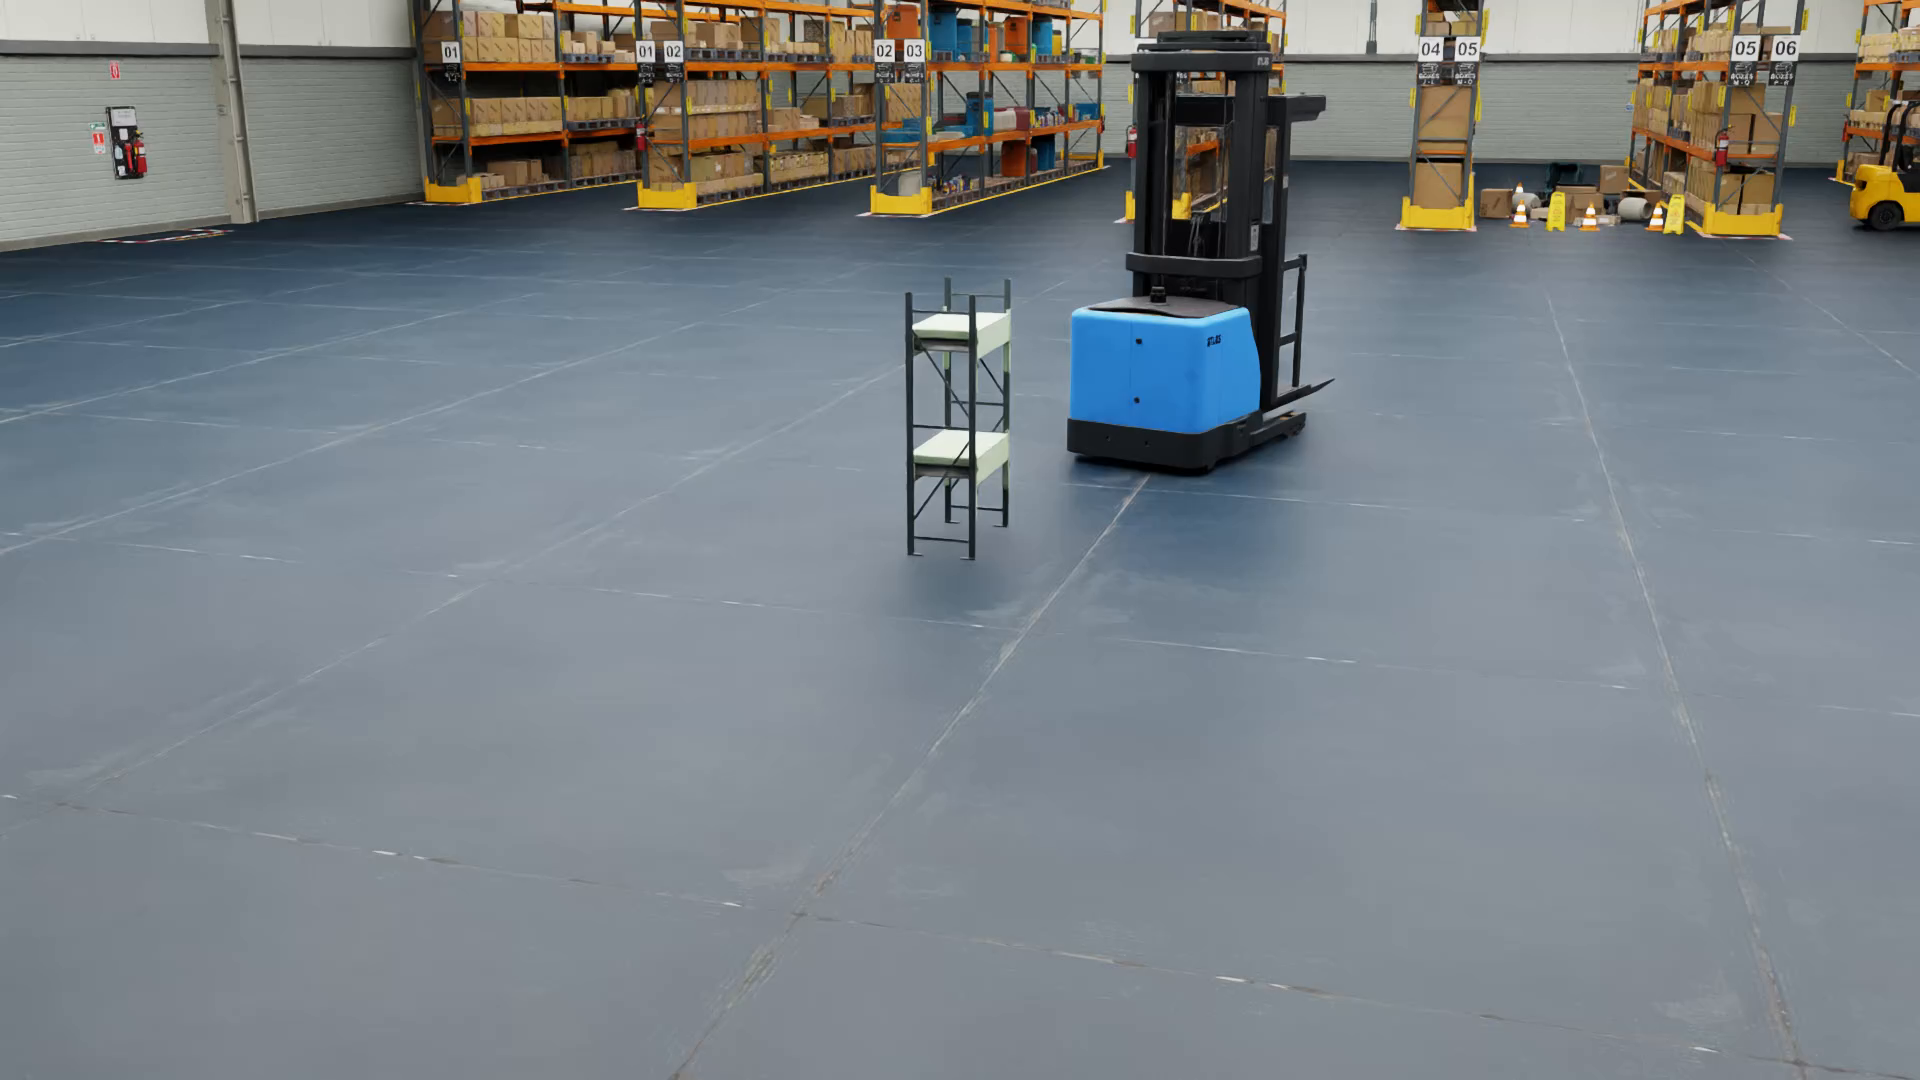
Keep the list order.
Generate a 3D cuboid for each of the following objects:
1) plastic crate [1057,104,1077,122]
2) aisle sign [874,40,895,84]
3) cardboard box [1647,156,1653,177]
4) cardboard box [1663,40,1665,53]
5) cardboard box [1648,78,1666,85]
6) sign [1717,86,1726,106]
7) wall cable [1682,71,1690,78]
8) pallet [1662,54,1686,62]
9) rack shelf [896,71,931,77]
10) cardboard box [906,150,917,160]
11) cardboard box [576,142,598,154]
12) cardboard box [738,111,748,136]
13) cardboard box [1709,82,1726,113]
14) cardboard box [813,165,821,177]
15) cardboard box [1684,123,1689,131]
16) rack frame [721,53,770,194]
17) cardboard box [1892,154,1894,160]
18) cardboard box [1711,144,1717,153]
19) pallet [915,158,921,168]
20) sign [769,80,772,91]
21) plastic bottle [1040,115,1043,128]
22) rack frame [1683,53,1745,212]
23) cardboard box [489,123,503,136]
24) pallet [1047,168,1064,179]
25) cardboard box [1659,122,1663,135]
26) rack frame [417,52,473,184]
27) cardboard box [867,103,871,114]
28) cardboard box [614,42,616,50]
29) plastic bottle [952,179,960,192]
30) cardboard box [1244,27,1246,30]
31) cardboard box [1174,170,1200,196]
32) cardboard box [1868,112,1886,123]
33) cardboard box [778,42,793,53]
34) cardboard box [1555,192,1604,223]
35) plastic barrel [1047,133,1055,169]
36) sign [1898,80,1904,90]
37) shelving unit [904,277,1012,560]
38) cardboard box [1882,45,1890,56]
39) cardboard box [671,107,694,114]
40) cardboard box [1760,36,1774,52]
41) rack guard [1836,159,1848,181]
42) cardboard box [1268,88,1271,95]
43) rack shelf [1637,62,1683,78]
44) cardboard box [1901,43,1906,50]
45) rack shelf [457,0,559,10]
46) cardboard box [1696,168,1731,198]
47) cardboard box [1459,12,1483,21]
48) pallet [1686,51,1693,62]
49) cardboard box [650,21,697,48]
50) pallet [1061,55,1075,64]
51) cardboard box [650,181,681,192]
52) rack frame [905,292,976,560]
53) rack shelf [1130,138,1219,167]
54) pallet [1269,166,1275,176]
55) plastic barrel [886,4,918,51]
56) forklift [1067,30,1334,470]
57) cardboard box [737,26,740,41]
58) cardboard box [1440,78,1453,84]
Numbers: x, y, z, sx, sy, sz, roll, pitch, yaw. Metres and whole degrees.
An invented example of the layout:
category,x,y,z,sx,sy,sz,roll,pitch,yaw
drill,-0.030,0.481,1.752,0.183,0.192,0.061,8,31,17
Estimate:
category,x,y,z,sx,sy,sz,roll,pitch,yaw
plastic crate,2.791,-11.155,43.434,0.402,0.464,0.583,5,16,16
aisle sign,-1.418,-8.997,31.288,0.394,0.787,0.004,5,16,16
cardboard box,16.829,-8.854,39.475,0.875,0.438,0.875,4,16,15
cardboard box,15.693,-10.858,36.595,0.396,0.266,0.258,6,17,20
cardboard box,16.754,-11.005,39.927,0.380,0.149,0.250,4,16,15
sign,12.611,-7.347,27.533,0.100,0.325,0.005,5,16,16
wall cable,20.627,-12.634,47.014,0.588,1.984,0.122,5,16,16
pallet,15.858,-10.500,36.200,1.003,0.211,1.213,5,17,18
rack shelf,-1.882,-12.887,45.587,1.077,0.370,4.000,5,16,16
cardboard box,-1.531,-10.794,46.622,0.500,0.250,0.500,5,16,16
cardboard box,-9.015,-9.372,39.776,0.500,0.250,0.500,4,16,14
cardboard box,-4.988,-8.967,35.762,0.700,0.500,0.500,4,16,15
cardboard box,13.224,-7.544,28.369,0.700,0.500,0.500,5,17,16
cardboard box,-3.646,-8.808,39.654,0.500,0.250,0.500,4,16,15
cardboard box,14.286,-8.011,32.267,0.380,0.149,0.250,4,16,15
rack frame,-4.724,-9.174,36.675,1.000,3.000,0.127,5,16,16
cardboard box,20.946,-8.505,36.939,0.380,0.149,0.250,4,16,14
cardboard box,13.004,-6.658,28.266,0.380,0.149,0.250,4,16,15
pallet,-1.561,-10.743,47.318,1.003,0.211,1.213,5,16,16
sign,-5.548,-13.321,48.743,0.100,0.325,0.005,5,16,16
plastic bottle,1.966,-10.166,40.387,0.061,0.283,0.133,5,16,16
rack frame,14.274,-7.636,31.253,1.000,3.000,0.127,5,16,16
cardboard box,-10.035,-8.688,35.200,0.500,0.250,0.500,4,16,14
pallet,2.038,-9.341,42.376,1.003,0.211,1.213,5,16,16
cardboard box,15.436,-8.898,35.976,0.500,0.250,0.500,5,17,17
rack frame,-10.612,-8.510,34.336,1.000,3.000,0.127,5,16,16
cardboard box,-2.555,-11.465,44.571,0.500,0.500,0.500,5,17,17
cardboard box,-8.763,-11.933,40.688,0.500,0.500,0.500,5,16,16
plastic bottle,-0.079,-7.322,34.332,0.152,0.276,0.135,5,17,17
cardboard box,6.013,-11.038,36.653,0.500,0.500,0.500,5,17,17
cardboard box,4.465,-7.152,33.358,0.500,0.500,0.500,11,19,33
cardboard box,21.501,-9.830,38.718,0.500,0.250,0.500,5,16,15
cardboard box,-4.122,-11.242,37.975,0.500,0.250,0.500,3,16,11
cardboard box,11.209,-6.044,30.217,0.797,0.503,0.637,-7,17,-23
plastic barrel,2.126,-9.933,42.428,0.600,0.901,0.708,5,16,16
sign,22.971,-11.052,40.597,0.100,0.325,0.005,5,16,16
shelving unit,-0.002,-0.720,9.619,0.431,1.500,0.755,5,16,16
cardboard box,21.342,-11.141,37.845,0.500,0.250,0.500,4,16,14
cardboard box,-5.543,-8.573,33.186,0.380,0.149,0.250,5,16,15
cardboard box,13.536,-8.214,27.525,0.500,0.250,0.500,4,16,15
rack guard,22.423,-9.169,41.239,1.175,0.500,0.348,5,16,16
cardboard box,7.575,-11.163,42.043,0.500,0.500,0.500,5,16,16
rack shelf,17.116,-11.349,40.166,1.077,0.370,4.000,5,16,16
cardboard box,20.603,-10.672,35.966,0.380,0.149,0.250,5,17,17
rack shelf,-10.043,-11.572,35.461,1.077,0.370,4.000,5,16,16
cardboard box,13.410,-6.327,29.536,0.500,0.500,0.500,4,16,15
cardboard box,8.763,-8.965,28.490,0.380,0.149,0.250,5,17,16
pallet,14.843,-9.413,32.368,1.213,0.211,1.003,5,16,16
cardboard box,-5.694,-10.039,33.014,0.797,0.503,0.637,6,17,20
pallet,2.168,-12.021,41.563,1.213,0.211,1.003,5,16,16
cardboard box,-5.992,-7.169,33.878,0.500,0.250,0.500,5,16,16
rack frame,-0.106,-0.624,9.281,0.400,1.500,0.023,5,16,16
rack shelf,4.204,-7.535,32.216,1.077,0.370,4.000,5,16,16
pallet,7.682,-9.669,43.531,1.003,0.211,1.213,5,16,16
plastic barrel,-1.097,-9.731,31.585,0.600,0.830,0.708,5,16,16
forklift,1.986,-2.239,12.353,1.130,2.935,3.031,10,19,32
cardboard box,-6.455,-14.061,46.356,0.500,0.500,0.500,5,17,16
cardboard box,11.647,-10.902,40.210,0.500,0.500,0.500,4,16,14
